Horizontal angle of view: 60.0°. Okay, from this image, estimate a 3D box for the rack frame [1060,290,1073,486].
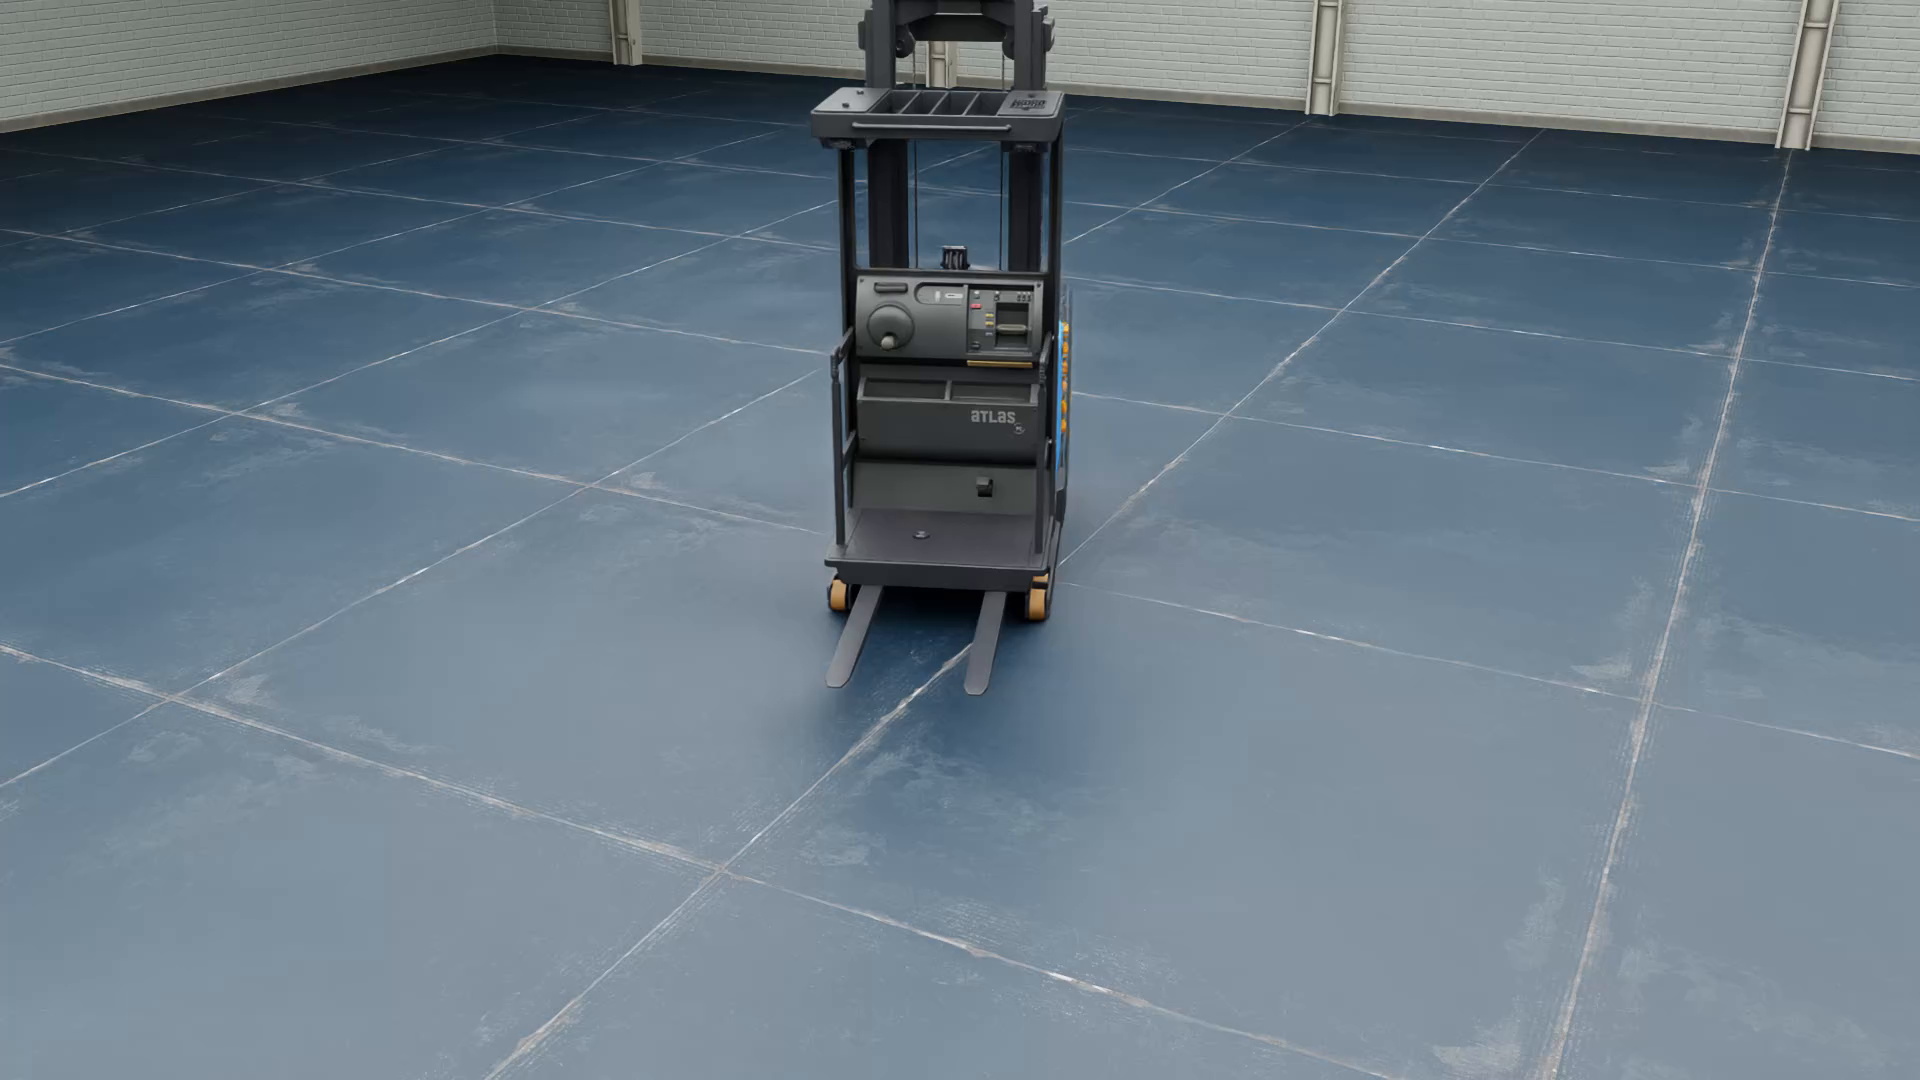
[{"bbox_3d":[0.531,-0.876,9.774,0.240,1.200,0.006,-3,23,-6],"label":"rack frame"}]

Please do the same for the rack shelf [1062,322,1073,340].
[{"bbox_3d":[0.520,-1.202,9.736,0.258,0.103,0.180,-3,23,-6],"label":"rack shelf"}]

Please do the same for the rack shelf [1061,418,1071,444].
[{"bbox_3d":[0.520,-0.649,9.968,0.258,0.103,0.180,-3,23,-6],"label":"rack shelf"}]

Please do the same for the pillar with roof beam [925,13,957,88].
[{"bbox_3d":[-2.228,-9.675,20.502,0.400,9.000,9.100,11,25,25],"label":"pillar with roof beam"}]

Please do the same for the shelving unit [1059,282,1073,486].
[{"bbox_3d":[0.520,-0.911,9.858,0.258,1.200,0.189,-3,23,-6],"label":"shelving unit"}]

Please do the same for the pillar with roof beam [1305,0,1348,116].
[{"bbox_3d":[3.127,-8.616,18.010,0.400,9.000,9.100,11,25,25],"label":"pillar with roof beam"}]

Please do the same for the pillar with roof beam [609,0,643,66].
[{"bbox_3d":[-7.582,-10.735,22.993,0.400,9.000,9.100,11,25,25],"label":"pillar with roof beam"}]

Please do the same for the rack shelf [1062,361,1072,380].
[{"bbox_3d":[0.520,-0.981,9.829,0.258,0.103,0.180,-3,23,-6],"label":"rack shelf"}]

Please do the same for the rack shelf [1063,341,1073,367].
[{"bbox_3d":[0.520,-1.092,9.782,0.258,0.103,0.180,-3,23,-6],"label":"rack shelf"}]

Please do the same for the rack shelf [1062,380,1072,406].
[{"bbox_3d":[0.520,-0.870,9.875,0.258,0.103,0.180,-3,23,-6],"label":"rack shelf"}]

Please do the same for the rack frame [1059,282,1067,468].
[{"bbox_3d":[0.509,-0.946,9.942,0.240,1.200,0.006,-3,23,-6],"label":"rack frame"}]

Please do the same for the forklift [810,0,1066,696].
[{"bbox_3d":[-0.075,-1.085,8.055,1.130,2.935,3.031,2,23,6],"label":"forklift"}]

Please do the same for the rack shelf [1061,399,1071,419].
[{"bbox_3d":[0.520,-0.759,9.921,0.258,0.103,0.180,-3,23,-6],"label":"rack shelf"}]

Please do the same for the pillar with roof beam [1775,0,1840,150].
[{"bbox_3d":[8.481,-7.556,15.519,0.400,9.000,9.100,11,25,25],"label":"pillar with roof beam"}]
